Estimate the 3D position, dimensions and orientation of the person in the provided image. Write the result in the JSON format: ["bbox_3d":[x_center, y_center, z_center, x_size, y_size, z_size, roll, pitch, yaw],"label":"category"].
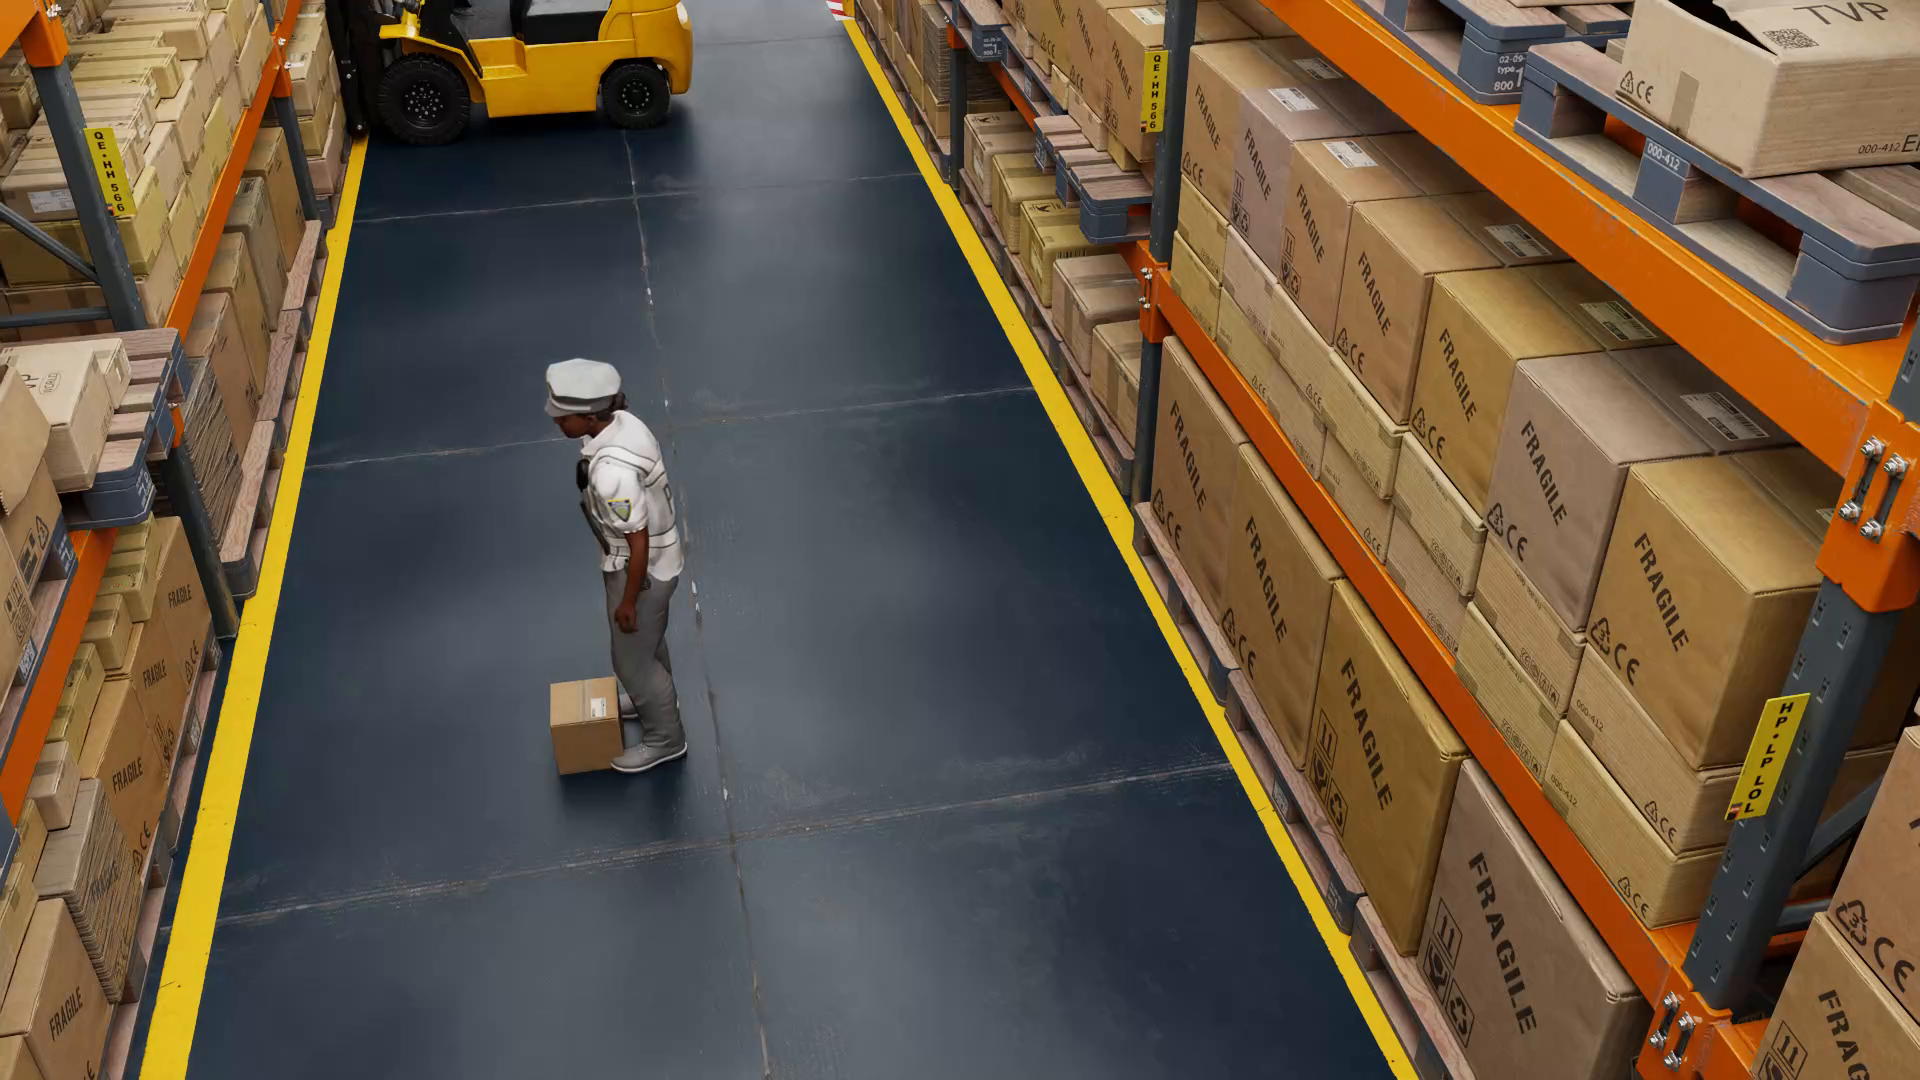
[{"bbox_3d":[-1.201,0.094,6.007,0.398,1.659,0.521,-8,35,-12],"label":"person"}]
